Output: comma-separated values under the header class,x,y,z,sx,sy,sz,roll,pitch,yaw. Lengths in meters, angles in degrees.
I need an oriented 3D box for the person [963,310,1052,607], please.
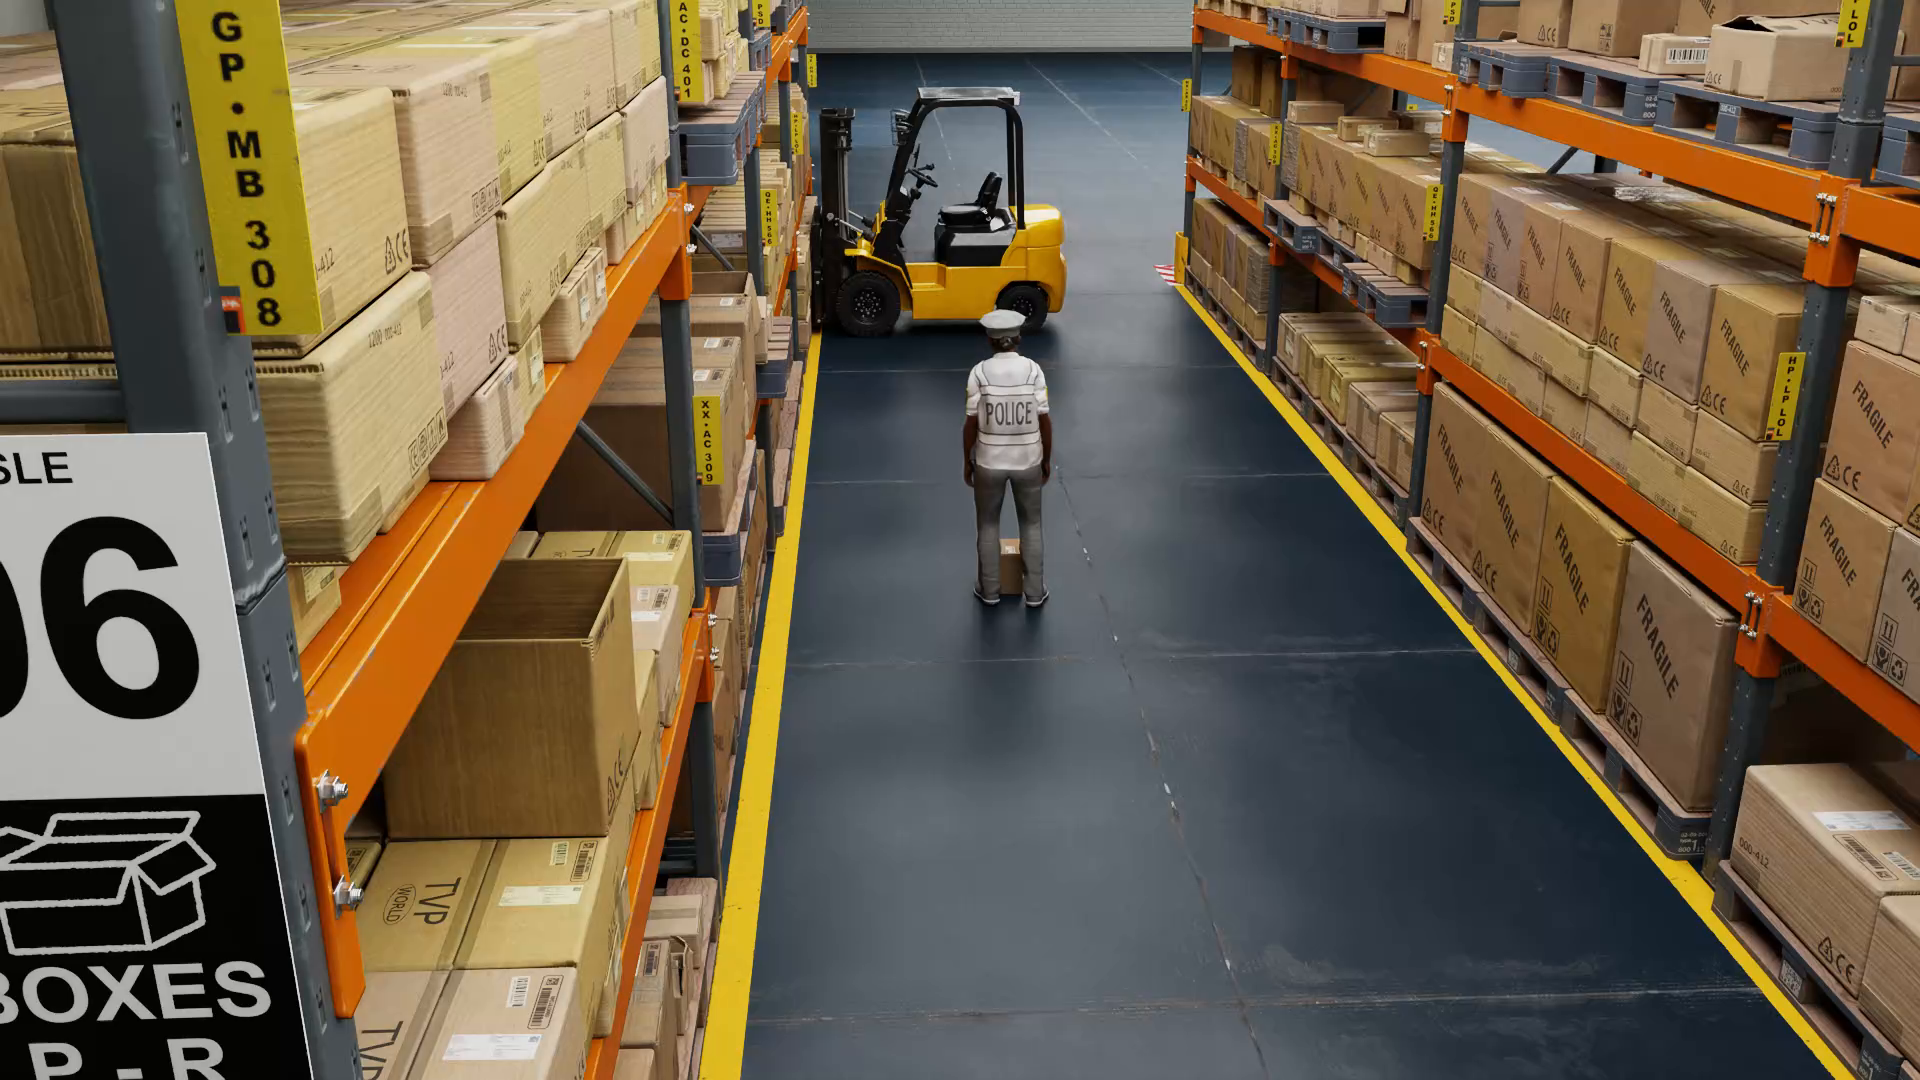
class,x,y,z,sx,sy,sz,roll,pitch,yaw
person,0.265,-0.426,9.221,0.503,1.656,0.422,-1,21,-3
